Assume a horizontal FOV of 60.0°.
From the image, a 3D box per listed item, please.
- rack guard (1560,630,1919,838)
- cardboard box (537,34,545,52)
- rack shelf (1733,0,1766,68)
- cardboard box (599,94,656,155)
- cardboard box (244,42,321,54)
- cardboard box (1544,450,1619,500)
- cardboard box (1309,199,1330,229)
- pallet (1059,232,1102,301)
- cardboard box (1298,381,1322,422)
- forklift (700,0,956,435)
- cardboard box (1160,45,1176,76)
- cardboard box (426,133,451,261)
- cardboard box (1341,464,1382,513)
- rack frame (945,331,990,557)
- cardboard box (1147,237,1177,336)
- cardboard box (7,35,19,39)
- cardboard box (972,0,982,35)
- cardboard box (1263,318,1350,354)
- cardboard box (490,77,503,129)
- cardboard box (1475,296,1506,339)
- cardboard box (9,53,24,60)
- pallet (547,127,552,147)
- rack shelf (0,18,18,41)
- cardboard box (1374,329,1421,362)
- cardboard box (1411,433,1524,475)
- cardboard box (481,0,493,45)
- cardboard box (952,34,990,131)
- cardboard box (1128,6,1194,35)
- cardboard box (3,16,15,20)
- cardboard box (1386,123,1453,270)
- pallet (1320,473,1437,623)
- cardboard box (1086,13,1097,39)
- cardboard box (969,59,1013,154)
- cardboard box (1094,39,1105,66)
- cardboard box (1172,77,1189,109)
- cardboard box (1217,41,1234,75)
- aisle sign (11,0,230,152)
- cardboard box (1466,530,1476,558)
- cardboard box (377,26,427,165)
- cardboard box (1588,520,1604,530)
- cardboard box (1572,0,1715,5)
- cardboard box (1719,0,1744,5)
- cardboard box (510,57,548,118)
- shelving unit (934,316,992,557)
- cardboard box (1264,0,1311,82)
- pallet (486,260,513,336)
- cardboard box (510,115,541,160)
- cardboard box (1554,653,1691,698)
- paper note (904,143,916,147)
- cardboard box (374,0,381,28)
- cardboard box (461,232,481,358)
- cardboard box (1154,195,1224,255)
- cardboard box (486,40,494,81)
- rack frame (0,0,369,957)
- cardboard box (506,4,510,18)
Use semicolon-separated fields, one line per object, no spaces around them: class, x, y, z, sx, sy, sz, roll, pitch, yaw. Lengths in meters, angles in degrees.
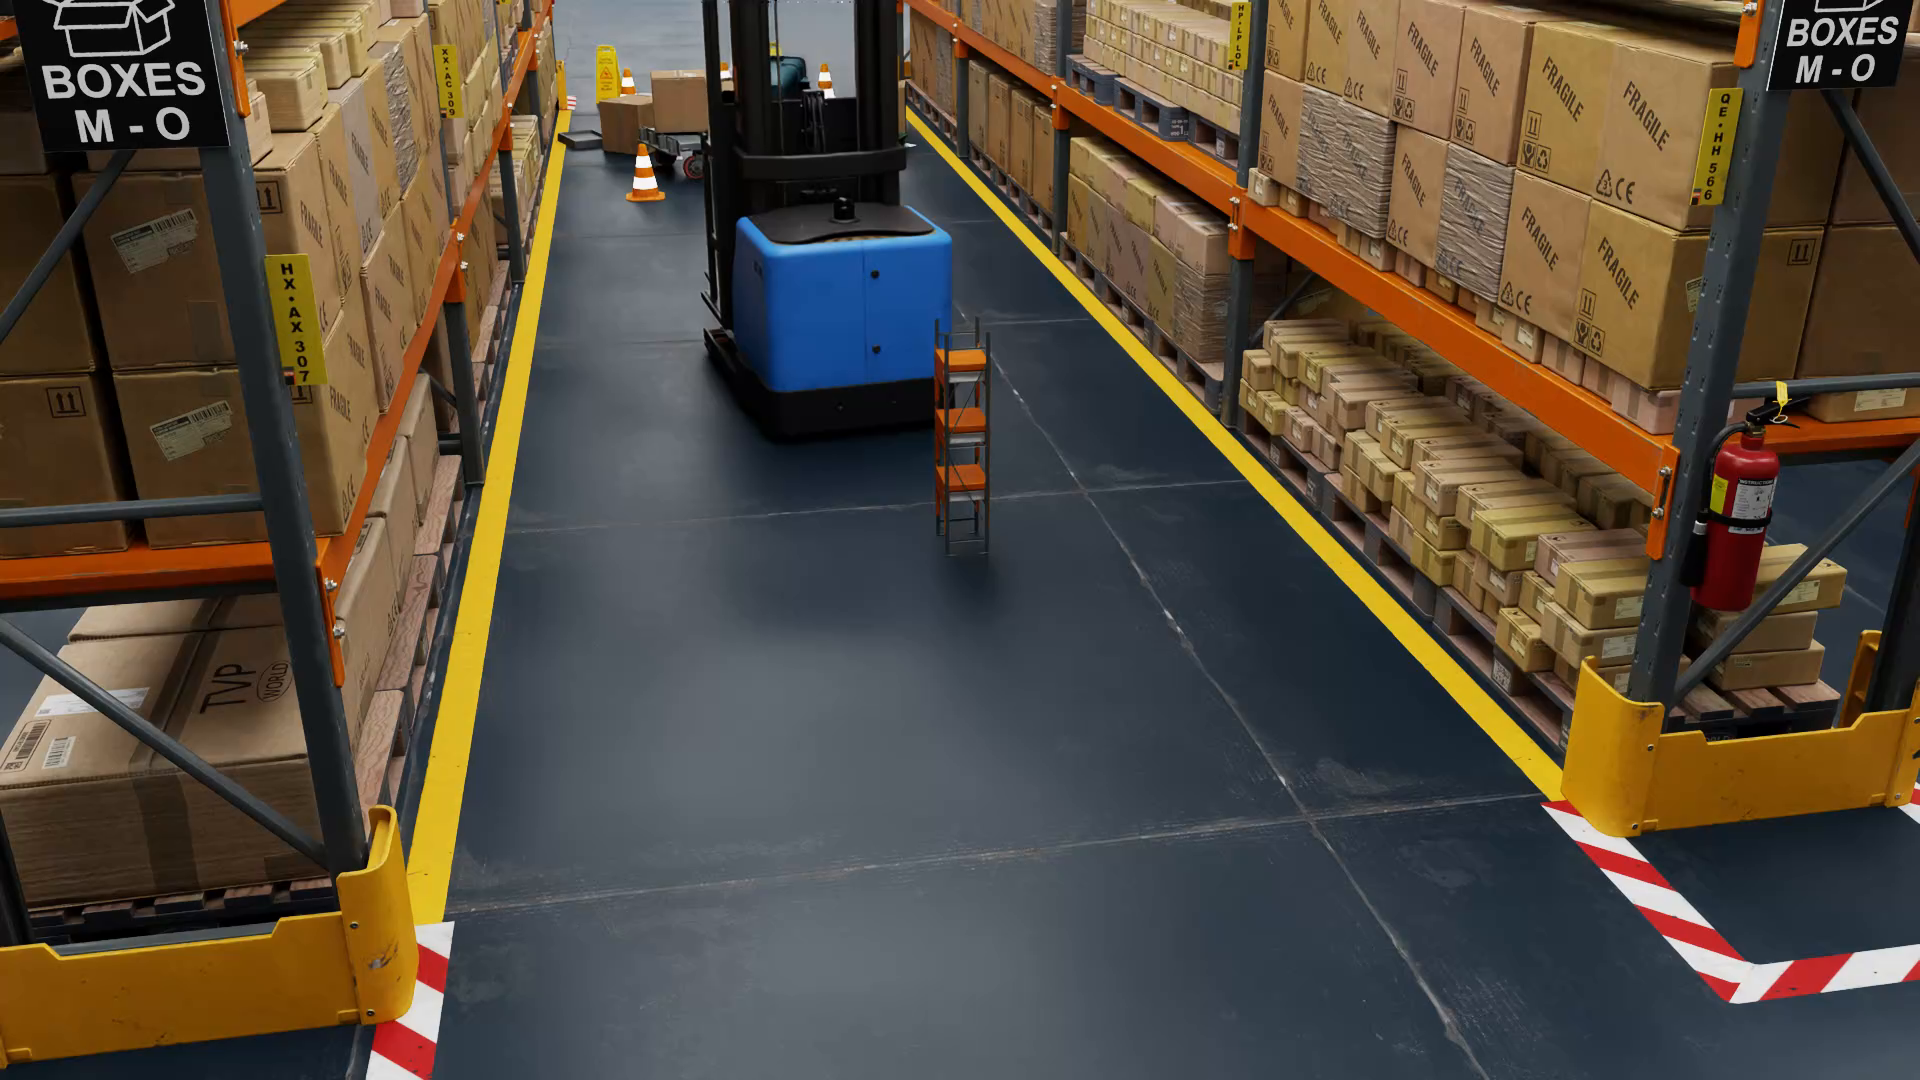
rack guard;2.673;0.649;5.640;1.175;0.500;0.348;-4;24;-10
cardboard box;-4.282;-4.862;16.298;0.380;0.149;0.250;-3;24;-8
rack shelf;2.318;-2.299;6.416;1.077;0.370;4.000;-4;24;-10
cardboard box;-3.239;-4.159;16.644;0.500;0.500;0.500;13;27;27
cardboard box;-2.173;-1.432;5.097;0.380;0.149;0.250;-4;24;-9
cardboard box;2.665;-0.266;6.906;0.380;0.149;0.250;-3;24;-8
cardboard box;1.900;-1.592;7.962;0.380;0.149;0.250;-5;24;-12
pallet;1.351;-2.028;12.130;1.003;0.211;1.213;-4;24;-10
cardboard box;1.916;-0.710;8.294;0.380;0.149;0.250;-4;24;-10
forklift;-0.964;-2.465;9.733;1.130;2.935;3.031;-7;25;-16
cardboard box;1.433;-2.914;10.092;0.380;0.149;0.250;-4;24;-10
cardboard box;-2.561;-1.517;7.350;0.500;0.500;0.500;-4;24;-9
cardboard box;1.979;-0.252;7.616;0.380;0.149;0.250;-5;24;-11
rack frame;0.032;-0.412;7.382;0.200;1.050;0.008;-4;24;-10
cardboard box;1.469;-1.562;10.176;0.500;0.500;0.500;-5;24;-11
cardboard box;-10.092;-5.173;17.508;0.500;0.250;0.500;-5;24;-11
cardboard box;0.395;-4.808;14.885;0.500;0.500;0.500;-4;24;-9
cardboard box;1.808;-1.048;8.696;0.380;0.149;0.250;-3;24;-8
cardboard box;-3.179;-2.759;10.508;0.500;0.250;0.500;-4;24;-9
cardboard box;2.189;-0.862;6.289;0.380;0.149;0.250;-5;24;-12
cardboard box;-2.608;-1.392;5.005;0.380;0.149;0.250;-5;24;-10
pallet;-4.766;-4.246;17.207;1.003;0.211;1.213;-4;24;-10
rack shelf;-9.625;-4.869;16.050;1.077;0.370;4.000;-4;24;-10
cardboard box;2.356;-0.981;8.542;0.380;0.149;0.250;-4;24;-9
cardboard box;2.148;-0.331;7.053;0.380;0.149;0.250;-5;24;-12
cardboard box;-3.182;-3.326;10.244;0.500;0.500;0.500;-4;24;-9
cardboard box;0.421;-4.658;16.798;0.875;0.875;0.875;-4;24;-9
cardboard box;1.297;-3.355;10.729;0.380;0.149;0.250;-3;24;-7
cardboard box;-9.360;-5.254;15.907;0.500;0.500;0.500;-4;24;-9
cardboard box;2.076;-1.405;6.724;0.500;0.500;0.500;-3;24;-7
pallet;2.336;-0.020;7.532;1.003;0.211;1.213;-4;24;-10
cardboard box;1.100;-3.622;11.714;0.380;0.149;0.250;-3;24;-7
cardboard box;0.672;-4.111;15.701;1.050;0.750;0.750;-4;24;-10
cardboard box;1.142;-3.395;11.564;0.380;0.149;0.250;-3;24;-7
cardboard box;1.484;-2.667;9.898;0.380;0.149;0.250;-5;24;-12
cardboard box;1.631;-2.639;9.091;0.380;0.149;0.250;-5;24;-11
aisle sign;-1.860;-1.245;3.606;0.394;0.787;0.004;-4;24;-10
cardboard box;2.263;0.007;6.653;0.380;0.149;0.250;-5;24;-10
cardboard box;-2.454;-1.773;6.688;0.500;0.500;0.500;-5;24;-11
cardboard box;2.775;-0.025;6.725;0.380;0.149;0.250;-4;24;-8
cardboard box;2.594;-1.908;6.625;0.500;0.500;0.500;-5;24;-11
cardboard box;5.924;-3.776;12.522;0.500;0.500;0.500;-4;24;-8
cardboard box;-4.221;-4.309;15.842;0.500;0.500;0.500;-3;24;-7
shelving unit;0.010;-0.460;7.492;0.215;1.050;0.252;-4;24;-10
cardboard box;1.792;-2.485;7.947;0.500;0.500;0.500;-4;24;-8
pallet;-3.566;-1.614;11.182;1.003;0.211;1.213;-4;24;-10
cardboard box;-4.278;-3.563;14.919;0.950;0.372;0.625;-4;24;-9
cardboard box;2.385;0.455;5.997;0.380;0.149;0.250;-4;24;-9
paper note;-0.546;-4.024;16.925;0.142;0.020;0.147;18;29;36
cardboard box;-2.550;-2.127;6.689;0.380;0.149;0.250;-4;24;-10
cardboard box;-3.266;-1.446;9.442;0.875;0.875;0.875;-4;24;-8
cardboard box;1.480;-1.908;10.033;0.500;0.250;0.500;-3;24;-7
cardboard box;-3.200;-2.995;10.422;0.500;0.250;0.500;-5;24;-11
rack frame;-2.159;-0.061;4.142;1.000;3.000;0.127;-4;24;-10
cardboard box;-3.702;-4.189;12.573;0.500;0.500;0.500;-4;24;-9
